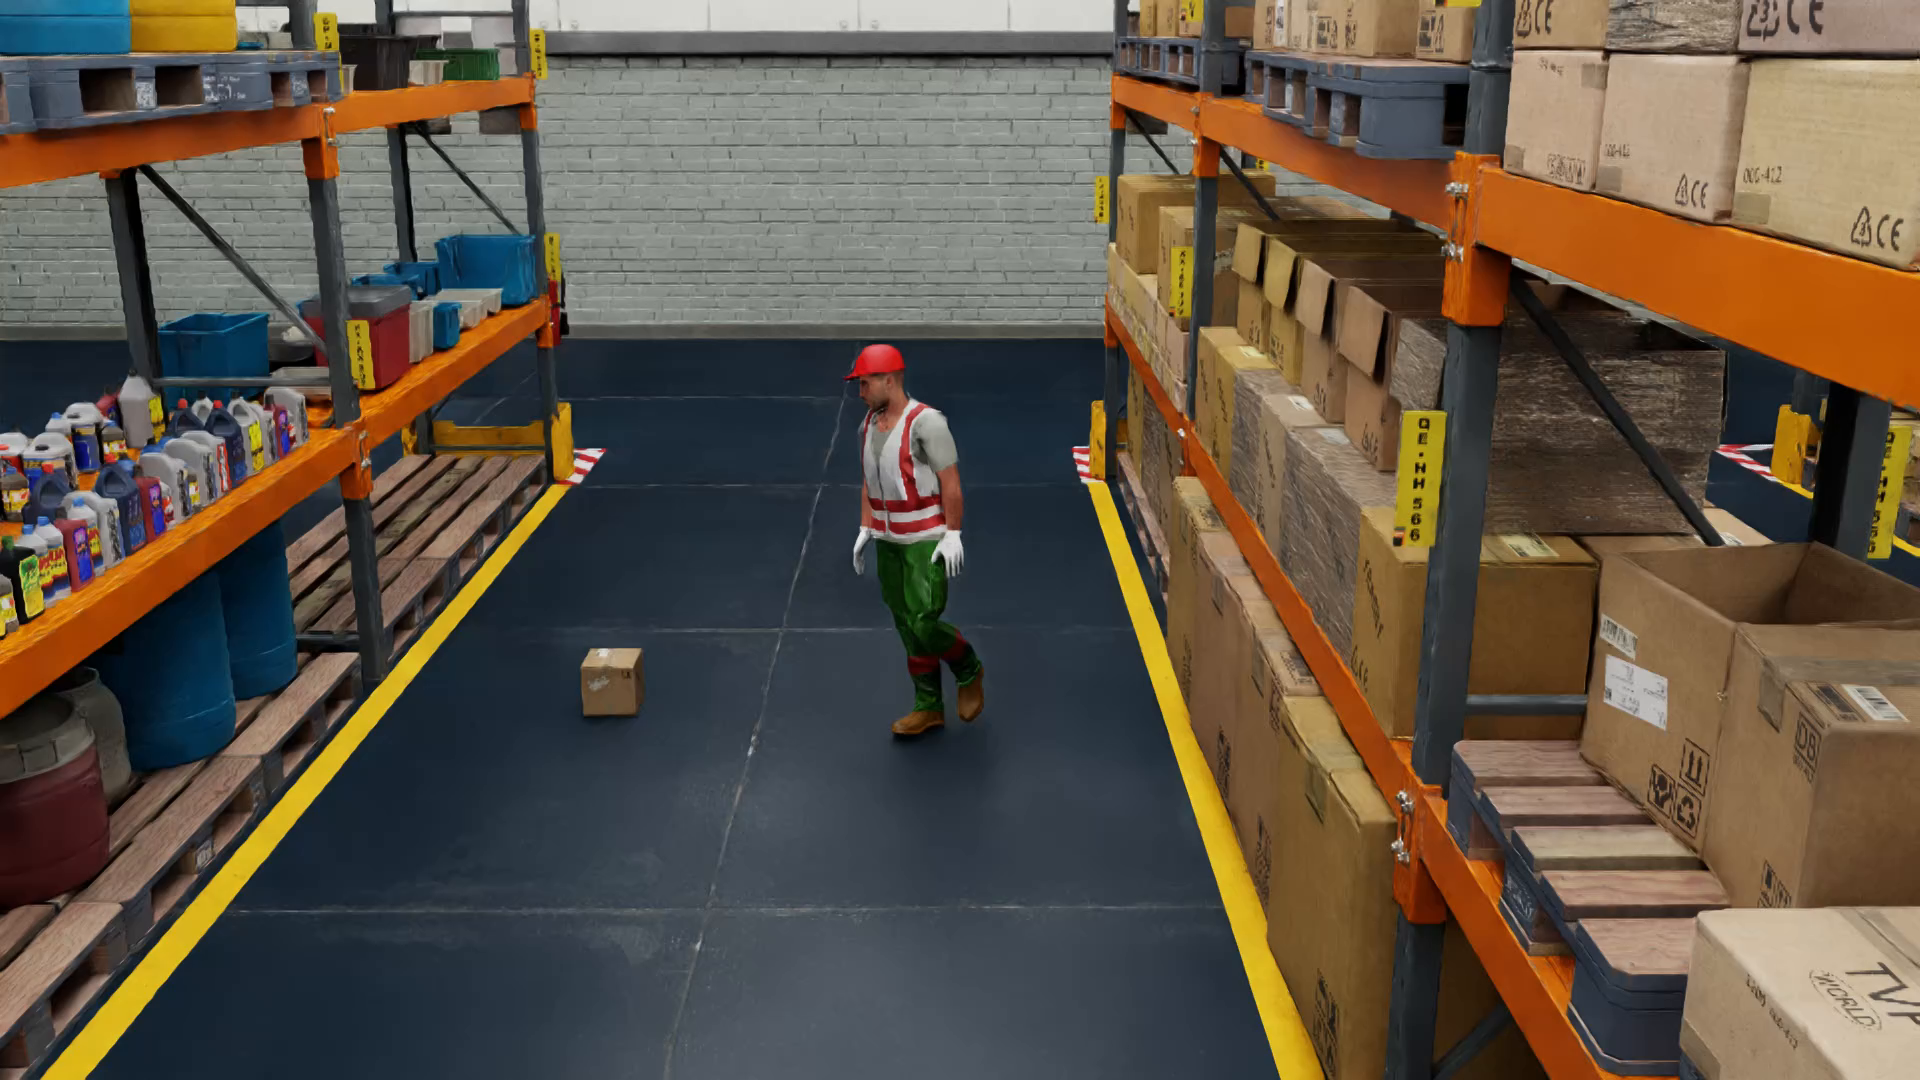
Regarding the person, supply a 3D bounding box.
[{"bbox_3d":[-0.198,-0.007,7.534,0.613,1.765,0.497,15,22,40],"label":"person"}]
